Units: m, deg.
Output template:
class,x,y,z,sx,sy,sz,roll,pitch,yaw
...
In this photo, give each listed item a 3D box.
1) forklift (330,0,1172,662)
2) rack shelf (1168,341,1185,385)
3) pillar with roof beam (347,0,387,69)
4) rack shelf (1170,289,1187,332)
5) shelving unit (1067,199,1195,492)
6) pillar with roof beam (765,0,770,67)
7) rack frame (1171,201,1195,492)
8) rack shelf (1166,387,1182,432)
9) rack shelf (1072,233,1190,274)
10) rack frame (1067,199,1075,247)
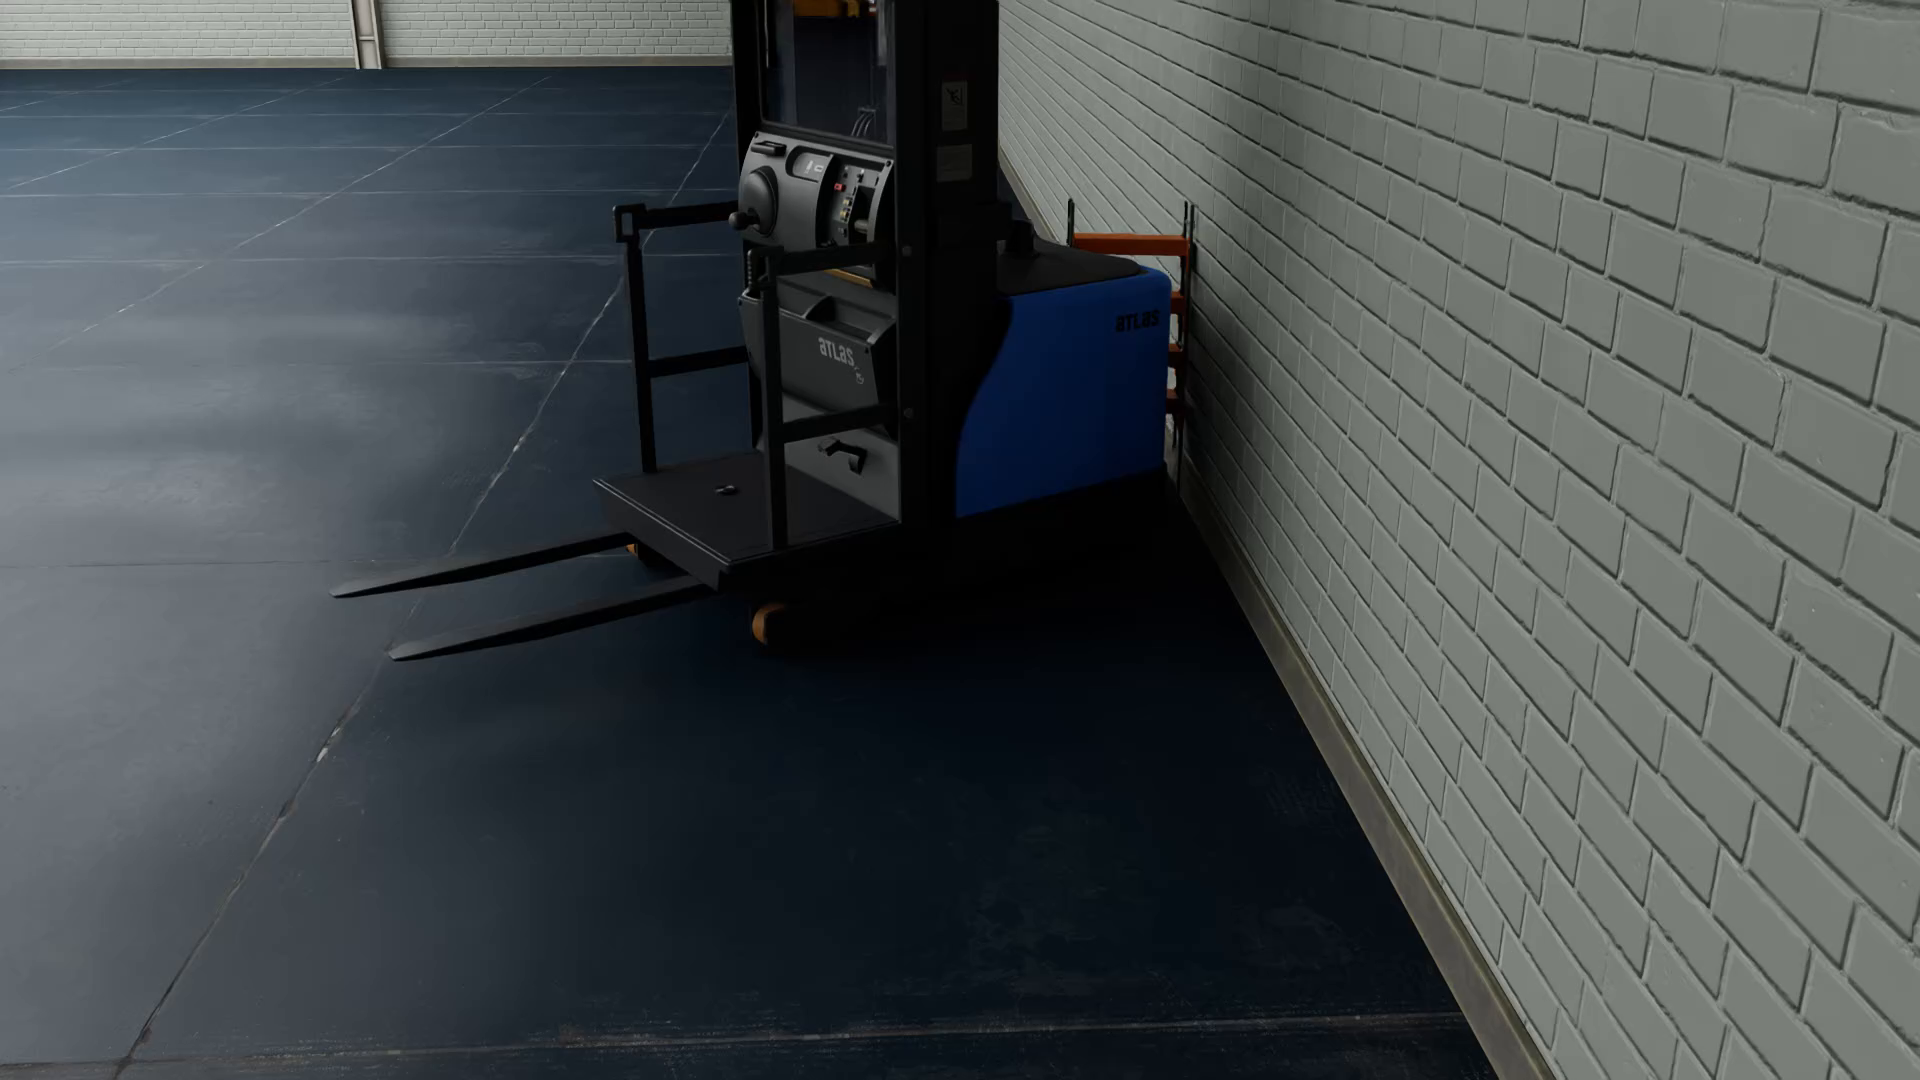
class,x,y,z,sx,sy,sz,roll,pitch,yaw
forklift,-0.680,-1.208,5.675,3.031,2.935,1.130,-14,25,-33
rack shelf,0.696,-0.756,7.053,0.480,0.148,0.258,1,15,1
pillar with roof beam,-8.953,-10.053,20.379,0.400,9.000,9.100,-1,21,-3
rack shelf,0.699,-0.972,6.993,0.480,0.148,0.258,1,15,1
shelving unit,0.697,-0.821,7.035,0.503,1.200,0.258,1,15,1
pillar with roof beam,-2.963,-10.175,20.699,0.400,9.000,9.100,-1,21,-3
rack frame,0.941,-0.816,7.031,0.015,1.200,0.240,1,15,1
rack shelf,0.693,-0.565,7.106,0.480,0.148,0.258,1,15,1
rack shelf,0.702,-1.200,6.930,0.480,0.148,0.258,1,15,1
rack frame,0.453,-0.826,7.039,0.015,1.200,0.240,1,15,1
